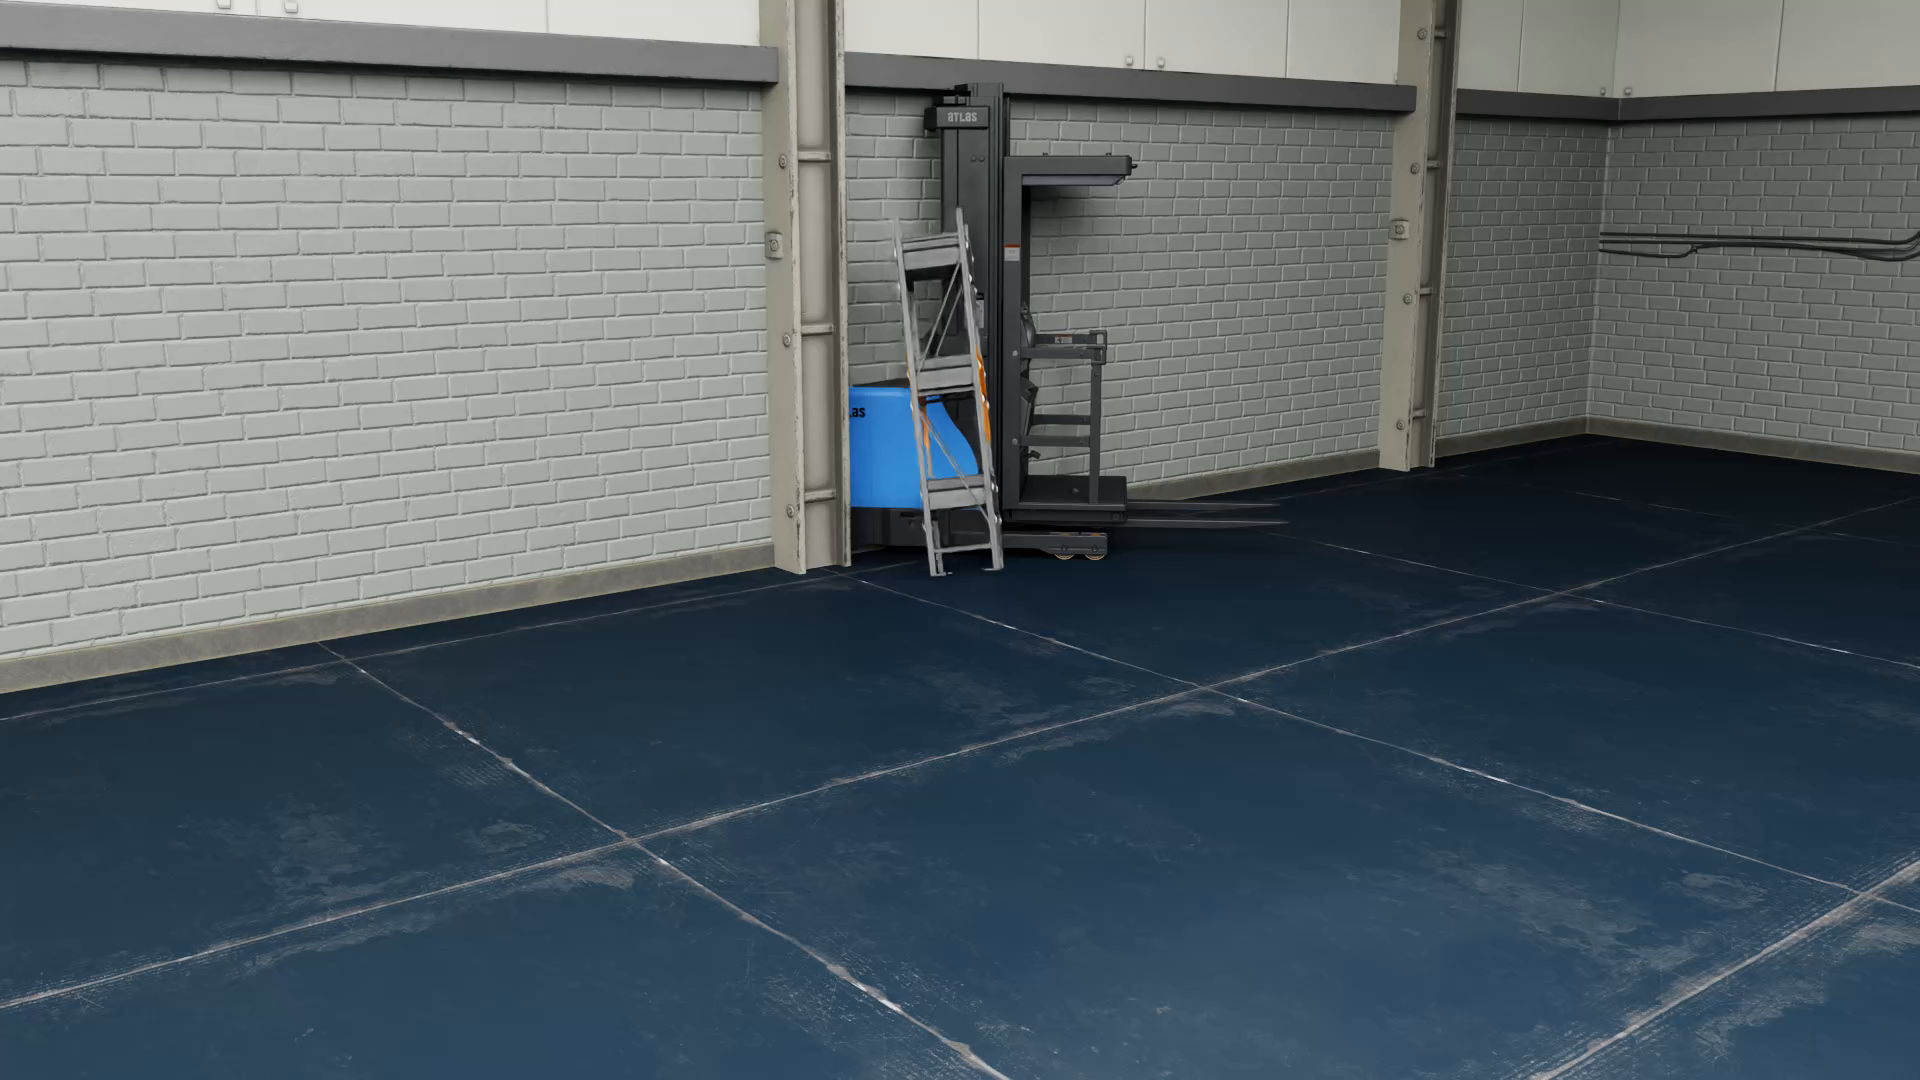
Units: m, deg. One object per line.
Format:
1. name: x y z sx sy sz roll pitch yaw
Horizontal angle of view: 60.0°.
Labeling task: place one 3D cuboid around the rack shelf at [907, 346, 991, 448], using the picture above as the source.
1. rack shelf: -0.061 -0.838 9.844 0.431 0.518 0.480 -6 -1 4

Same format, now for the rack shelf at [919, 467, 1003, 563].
1. rack shelf: 0.013 -0.142 9.834 0.431 0.518 0.480 -6 -1 4

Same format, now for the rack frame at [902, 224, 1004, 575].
1. rack frame: -0.043 -0.850 10.087 0.400 2.100 0.015 -6 -1 4

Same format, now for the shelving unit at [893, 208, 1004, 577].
1. shelving unit: -0.062 -0.852 9.844 0.431 2.100 0.503 -6 -1 4

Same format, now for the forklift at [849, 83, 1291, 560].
1. forklift: 0.624 -1.422 10.768 3.031 2.935 1.130 1 12 5

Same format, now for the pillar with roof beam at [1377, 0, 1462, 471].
1. pillar with roof beam: 6.451 -4.323 9.823 0.400 9.000 9.100 -9 15 -38

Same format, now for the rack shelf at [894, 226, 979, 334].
1. rack shelf: -0.134 -1.534 9.853 0.431 0.518 0.480 -6 -1 4

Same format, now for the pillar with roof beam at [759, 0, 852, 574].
1. pillar with roof beam: 1.765 -3.544 6.156 0.400 9.000 9.100 -9 15 -38

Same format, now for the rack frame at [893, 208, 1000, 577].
1. rack frame: -0.081 -0.853 9.600 0.400 2.100 0.015 -6 -1 4

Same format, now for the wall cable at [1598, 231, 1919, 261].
1. wall cable: 6.888 -3.670 14.224 0.112 2.526 3.097 -9 15 -38
